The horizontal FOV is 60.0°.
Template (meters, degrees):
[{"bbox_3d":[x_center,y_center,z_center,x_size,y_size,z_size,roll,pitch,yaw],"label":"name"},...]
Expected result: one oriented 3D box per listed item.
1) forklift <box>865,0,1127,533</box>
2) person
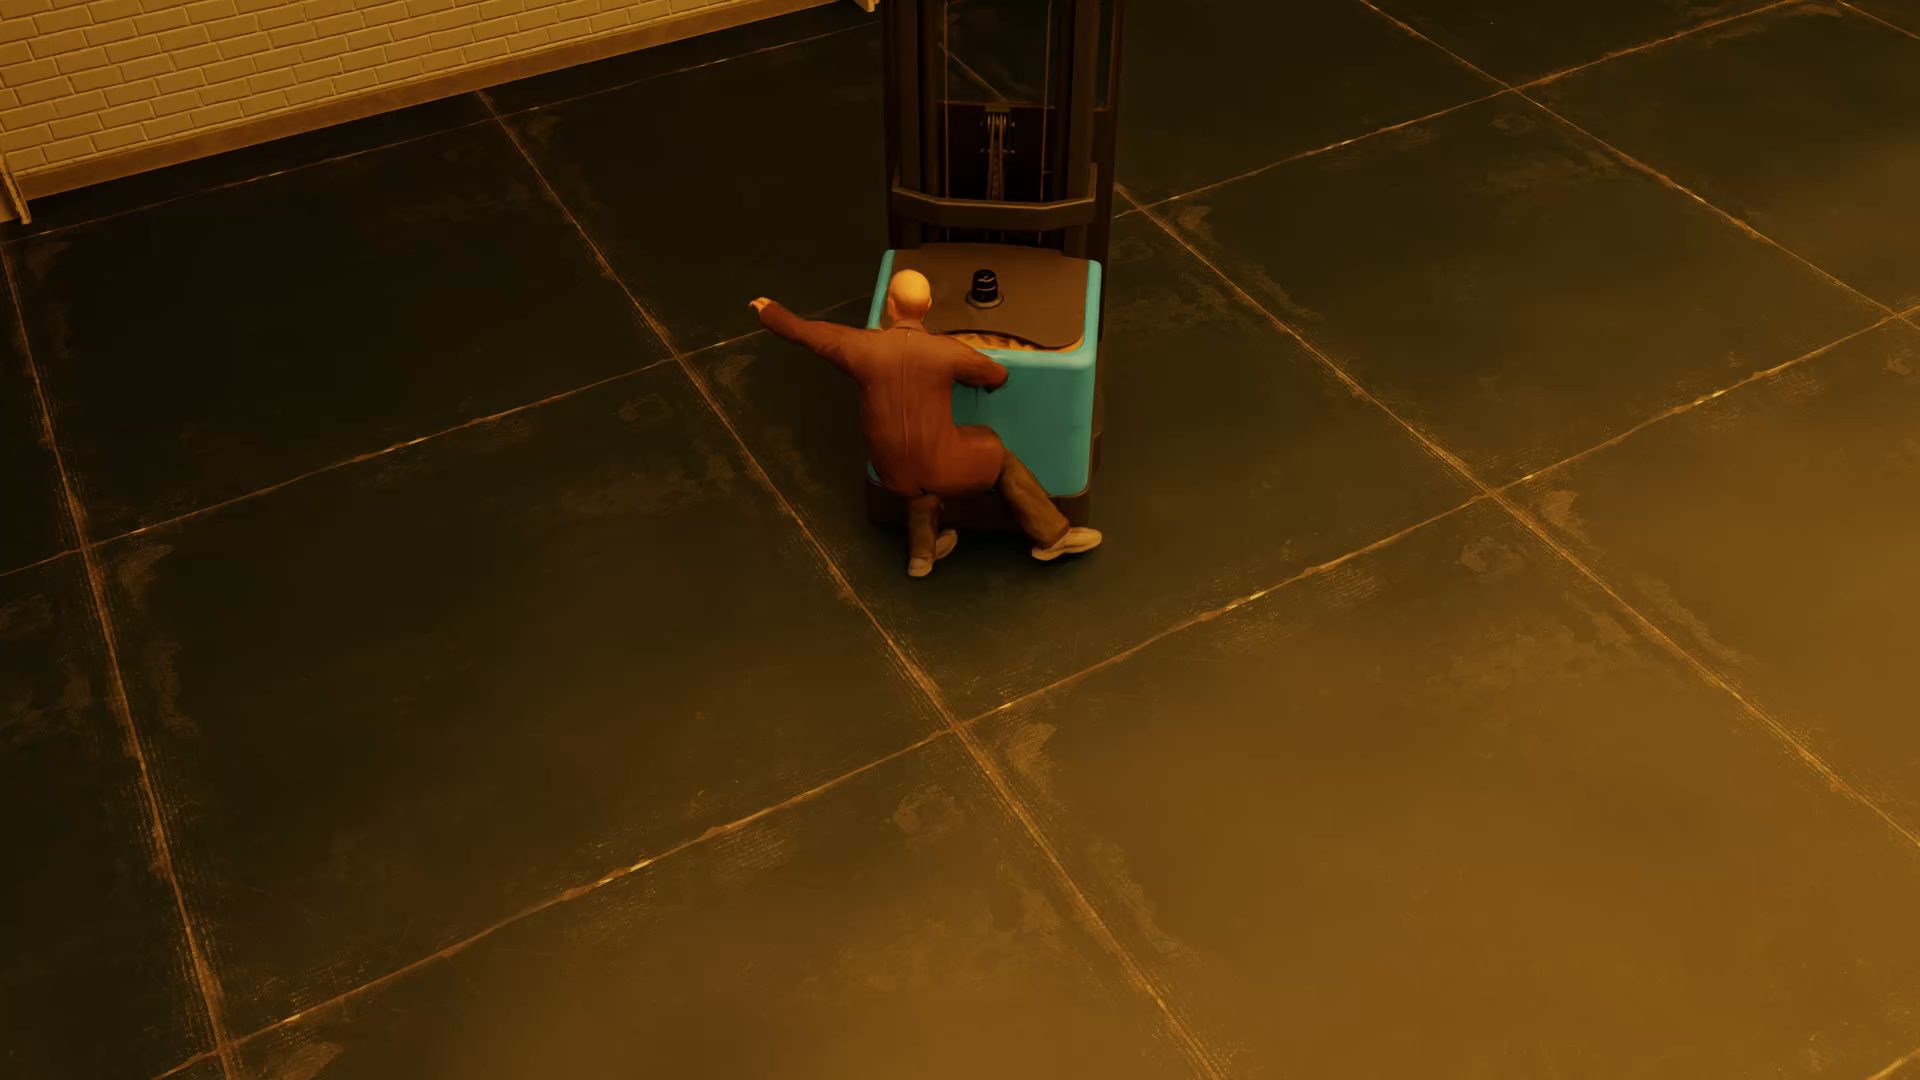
[{"bbox_3d":[0.215,-2.094,7.955,1.130,2.935,3.031,4,43,4],"label":"forklift"},{"bbox_3d":[-0.142,-0.548,7.349,1.618,1.500,0.804,2,43,3],"label":"person"}]
